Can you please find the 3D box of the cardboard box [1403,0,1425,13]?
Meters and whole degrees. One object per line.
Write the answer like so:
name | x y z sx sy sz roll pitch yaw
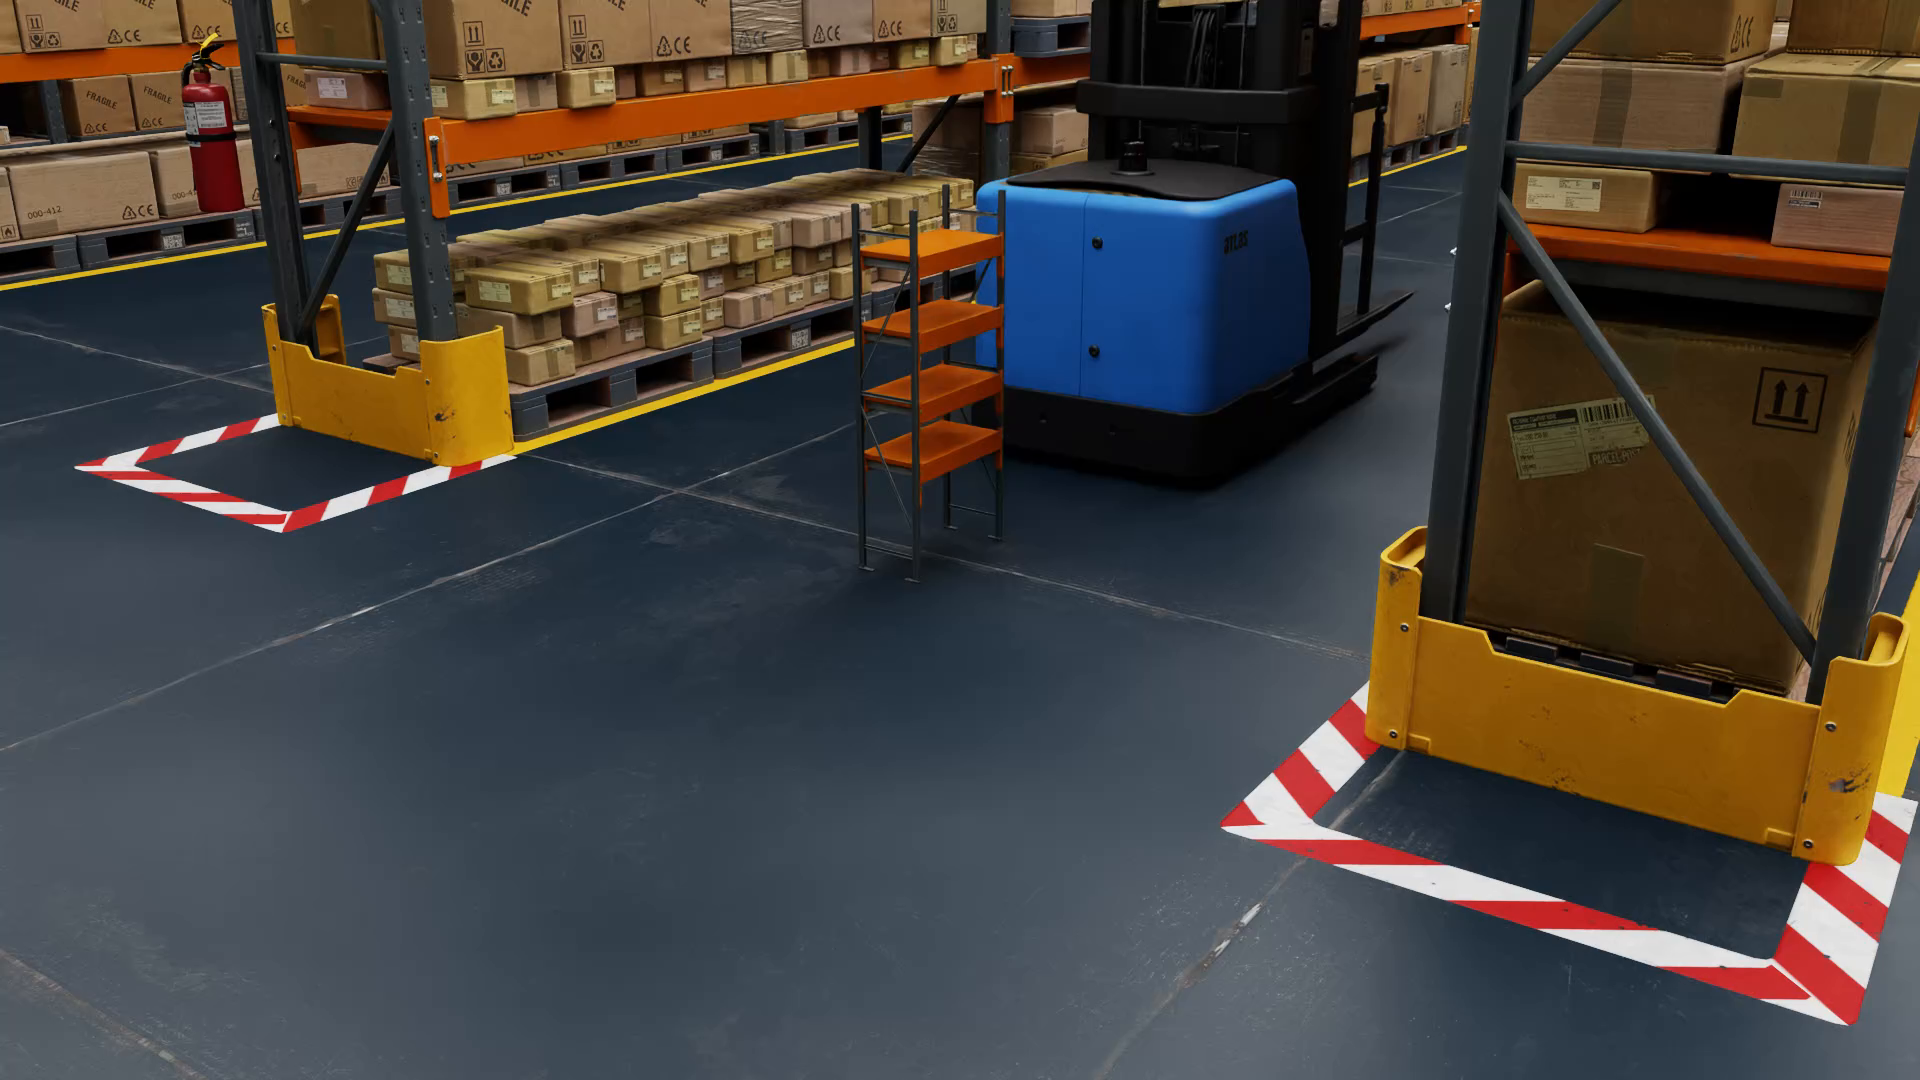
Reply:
cardboard box | 3.694 -4.823 14.337 0.500 0.500 0.500 14 24 32

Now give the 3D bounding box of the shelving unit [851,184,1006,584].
shelving unit | -0.093 -0.515 5.428 0.258 1.200 0.503 13 24 32

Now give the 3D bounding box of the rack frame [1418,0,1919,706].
rack frame | 1.633 -0.829 3.682 1.000 3.000 0.127 13 24 32

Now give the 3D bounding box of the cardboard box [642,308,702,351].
cardboard box | -1.405 -0.989 7.618 0.380 0.149 0.250 14 24 32

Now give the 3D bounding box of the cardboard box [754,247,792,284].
cardboard box | -1.057 -1.389 8.270 0.380 0.149 0.250 15 25 34

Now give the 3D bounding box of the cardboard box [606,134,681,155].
cardboard box | -3.027 -3.820 14.227 0.875 0.875 0.875 14 24 32

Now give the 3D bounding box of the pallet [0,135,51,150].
pallet | -8.808 -3.371 14.575 1.003 0.211 1.213 13 24 32

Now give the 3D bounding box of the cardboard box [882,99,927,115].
cardboard box | -0.900 -4.611 17.090 0.950 0.372 0.625 14 25 34

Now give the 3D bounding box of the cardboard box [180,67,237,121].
cardboard box | -7.388 -4.293 16.044 0.500 0.500 0.500 12 24 30

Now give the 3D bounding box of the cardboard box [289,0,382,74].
cardboard box | -2.372 -2.191 6.791 0.500 0.500 0.500 14 24 33

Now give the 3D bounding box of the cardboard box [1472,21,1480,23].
cardboard box | 5.249 -4.895 17.132 0.875 0.875 0.875 13 24 32

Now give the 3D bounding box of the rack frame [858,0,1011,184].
rack frame | -0.163 -2.973 9.478 1.000 3.000 0.127 13 24 32

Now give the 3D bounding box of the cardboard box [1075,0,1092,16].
cardboard box | 0.590 -3.156 9.730 0.380 0.149 0.250 14 24 33

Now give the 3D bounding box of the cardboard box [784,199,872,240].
cardboard box | -0.679 -1.650 8.549 0.380 0.149 0.250 12 23 29

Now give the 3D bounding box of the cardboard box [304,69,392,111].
cardboard box | -2.462 -1.856 6.821 0.380 0.149 0.250 13 24 32

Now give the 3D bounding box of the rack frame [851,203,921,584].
rack frame | -0.230 -0.445 5.239 0.240 1.200 0.015 13 24 32

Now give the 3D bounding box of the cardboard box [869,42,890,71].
cardboard box | -0.586 -2.507 8.580 0.380 0.149 0.250 13 24 30

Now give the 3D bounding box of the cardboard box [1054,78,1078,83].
cardboard box | 1.029 -5.384 19.355 0.500 0.250 0.500 15 25 35

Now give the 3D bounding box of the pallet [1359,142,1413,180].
pallet | 3.277 -3.373 14.579 1.003 0.211 1.213 13 24 32

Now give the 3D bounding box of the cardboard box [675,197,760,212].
cardboard box | -1.257 -1.673 8.611 0.380 0.149 0.250 12 24 30

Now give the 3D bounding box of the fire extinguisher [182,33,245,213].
fire extinguisher | -2.935 -1.632 6.502 0.296 0.674 0.183 13 24 32

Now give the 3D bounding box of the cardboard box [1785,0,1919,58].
cardboard box | 2.408 -1.478 4.144 0.500 0.500 0.500 13 24 31

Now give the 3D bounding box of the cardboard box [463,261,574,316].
cardboard box | -1.836 -1.048 6.921 0.380 0.149 0.250 12 23 29

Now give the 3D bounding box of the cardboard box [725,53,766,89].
cardboard box | -1.124 -2.194 7.735 0.380 0.149 0.250 14 25 34

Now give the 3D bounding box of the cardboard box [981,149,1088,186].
cardboard box | 0.471 -2.158 10.272 0.500 0.500 0.500 14 25 34

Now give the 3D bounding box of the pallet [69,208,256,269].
pallet | -5.491 -2.047 10.995 1.003 0.211 1.213 13 24 32

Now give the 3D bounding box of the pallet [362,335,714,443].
pallet | -1.883 -0.765 7.530 1.003 0.211 1.213 13 24 32

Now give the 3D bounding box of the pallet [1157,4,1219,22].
pallet | 1.006 -3.455 11.057 1.003 0.211 1.213 13 24 32

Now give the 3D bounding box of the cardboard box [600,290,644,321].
cardboard box | -1.640 -1.080 7.436 0.380 0.149 0.250 14 24 33

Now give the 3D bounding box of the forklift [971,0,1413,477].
forklift | 1.254 -2.069 7.134 1.130 2.935 3.031 12 24 30

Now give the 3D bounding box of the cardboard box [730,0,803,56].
cardboard box | -1.084 -2.531 7.710 0.500 0.500 0.500 13 24 30

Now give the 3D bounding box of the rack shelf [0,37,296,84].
rack shelf | -5.438 -2.998 10.583 1.077 0.370 4.000 13 24 32

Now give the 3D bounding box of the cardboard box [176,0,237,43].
cardboard box | -4.918 -3.477 10.698 0.500 0.500 0.500 13 24 31

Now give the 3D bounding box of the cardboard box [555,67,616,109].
cardboard box | -1.654 -1.884 6.897 0.380 0.149 0.250 12 24 30

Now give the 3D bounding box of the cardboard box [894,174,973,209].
cardboard box | -0.148 -1.959 9.384 0.380 0.149 0.250 14 25 33

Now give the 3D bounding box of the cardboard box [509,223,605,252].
cardboard box | -1.897 -1.387 7.838 0.380 0.149 0.250 12 24 30

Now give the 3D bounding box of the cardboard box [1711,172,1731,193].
cardboard box | 1.990 -1.096 4.766 0.380 0.149 0.250 14 24 33

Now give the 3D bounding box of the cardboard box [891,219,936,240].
cardboard box | -0.355 -1.660 9.003 0.380 0.149 0.250 12 24 30

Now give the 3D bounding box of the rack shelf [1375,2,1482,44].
rack shelf | 5.458 -5.505 17.360 1.077 0.370 4.000 13 24 32

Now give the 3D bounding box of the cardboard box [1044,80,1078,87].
cardboard box | 0.924 -3.061 11.634 0.500 0.250 0.500 13 24 32

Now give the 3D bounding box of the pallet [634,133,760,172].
pallet | -2.571 -3.538 15.024 1.003 0.211 1.213 13 24 32

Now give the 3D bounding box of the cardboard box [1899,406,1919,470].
cardboard box | 2.939 -0.745 5.913 0.875 0.875 0.875 13 24 32

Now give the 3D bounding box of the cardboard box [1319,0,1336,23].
cardboard box | 2.561 -4.244 12.770 0.500 0.500 0.500 14 24 32

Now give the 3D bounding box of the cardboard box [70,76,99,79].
cardboard box | -7.999 -4.256 15.010 0.380 0.149 0.250 15 25 34

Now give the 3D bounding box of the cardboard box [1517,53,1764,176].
cardboard box | 1.686 -1.089 4.172 0.500 0.250 0.500 13 24 31

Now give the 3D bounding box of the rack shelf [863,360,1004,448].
rack shelf | -0.093 -0.452 5.452 0.258 0.148 0.480 13 24 32

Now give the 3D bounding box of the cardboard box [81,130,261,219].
cardboard box | -5.258 -2.488 11.256 0.875 0.438 0.875 12 24 30

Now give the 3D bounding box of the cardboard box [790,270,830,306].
cardboard box | -0.886 -1.295 8.447 0.380 0.149 0.250 14 24 33

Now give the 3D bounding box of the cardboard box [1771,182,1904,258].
cardboard box | 2.106 -0.749 3.827 0.380 0.149 0.250 14 24 32

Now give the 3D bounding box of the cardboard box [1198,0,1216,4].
cardboard box | 1.463 -3.602 10.935 0.380 0.149 0.250 14 25 33

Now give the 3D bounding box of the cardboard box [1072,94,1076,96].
cardboard box | 1.058 -2.808 10.951 0.500 0.250 0.500 14 25 34

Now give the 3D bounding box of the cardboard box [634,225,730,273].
cardboard box | -1.299 -1.363 7.773 0.380 0.149 0.250 14 25 34

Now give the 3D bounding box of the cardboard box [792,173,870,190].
cardboard box | -0.732 -1.986 9.457 0.380 0.149 0.250 15 25 34
